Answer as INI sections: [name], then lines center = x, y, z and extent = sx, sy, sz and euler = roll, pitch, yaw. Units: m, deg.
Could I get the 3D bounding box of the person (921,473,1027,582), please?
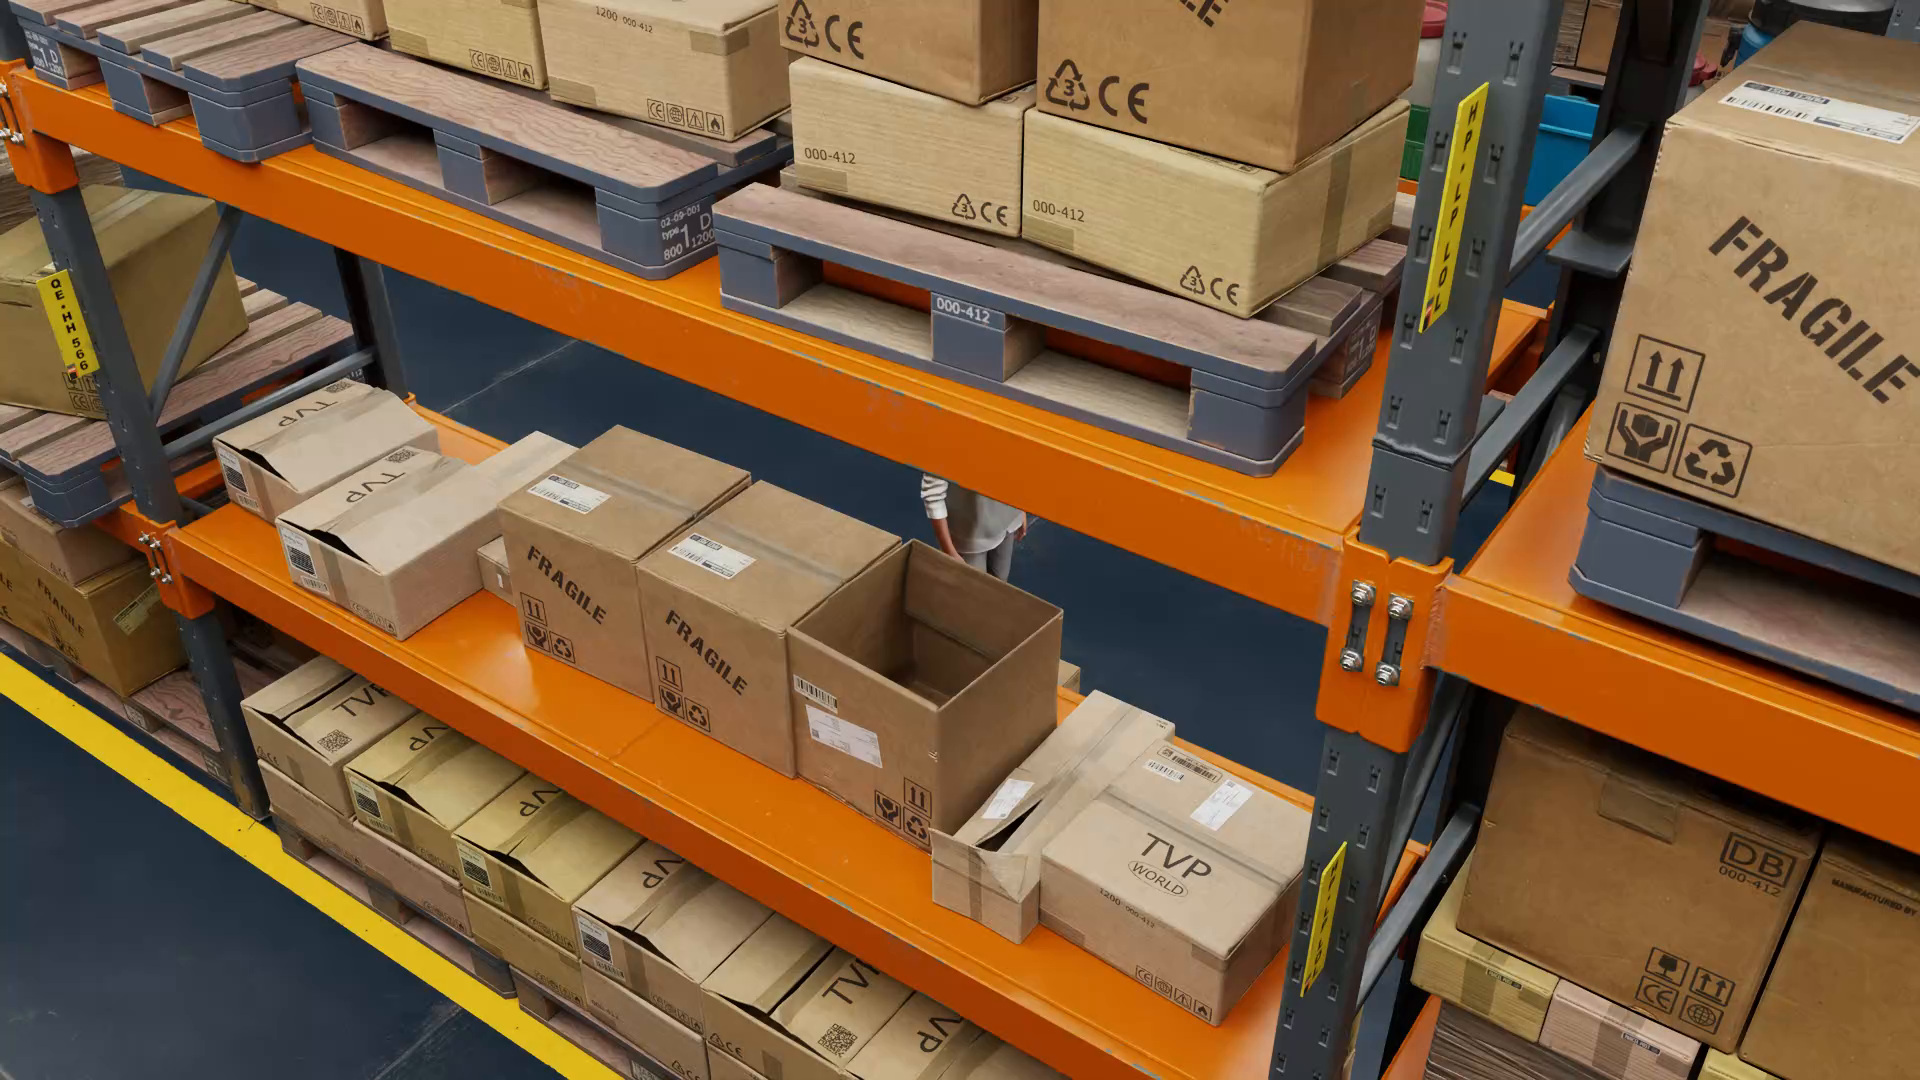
[person]
center = 0.120, 0.009, 6.124
extent = 0.475, 1.597, 0.521
euler = 22, 41, 28
